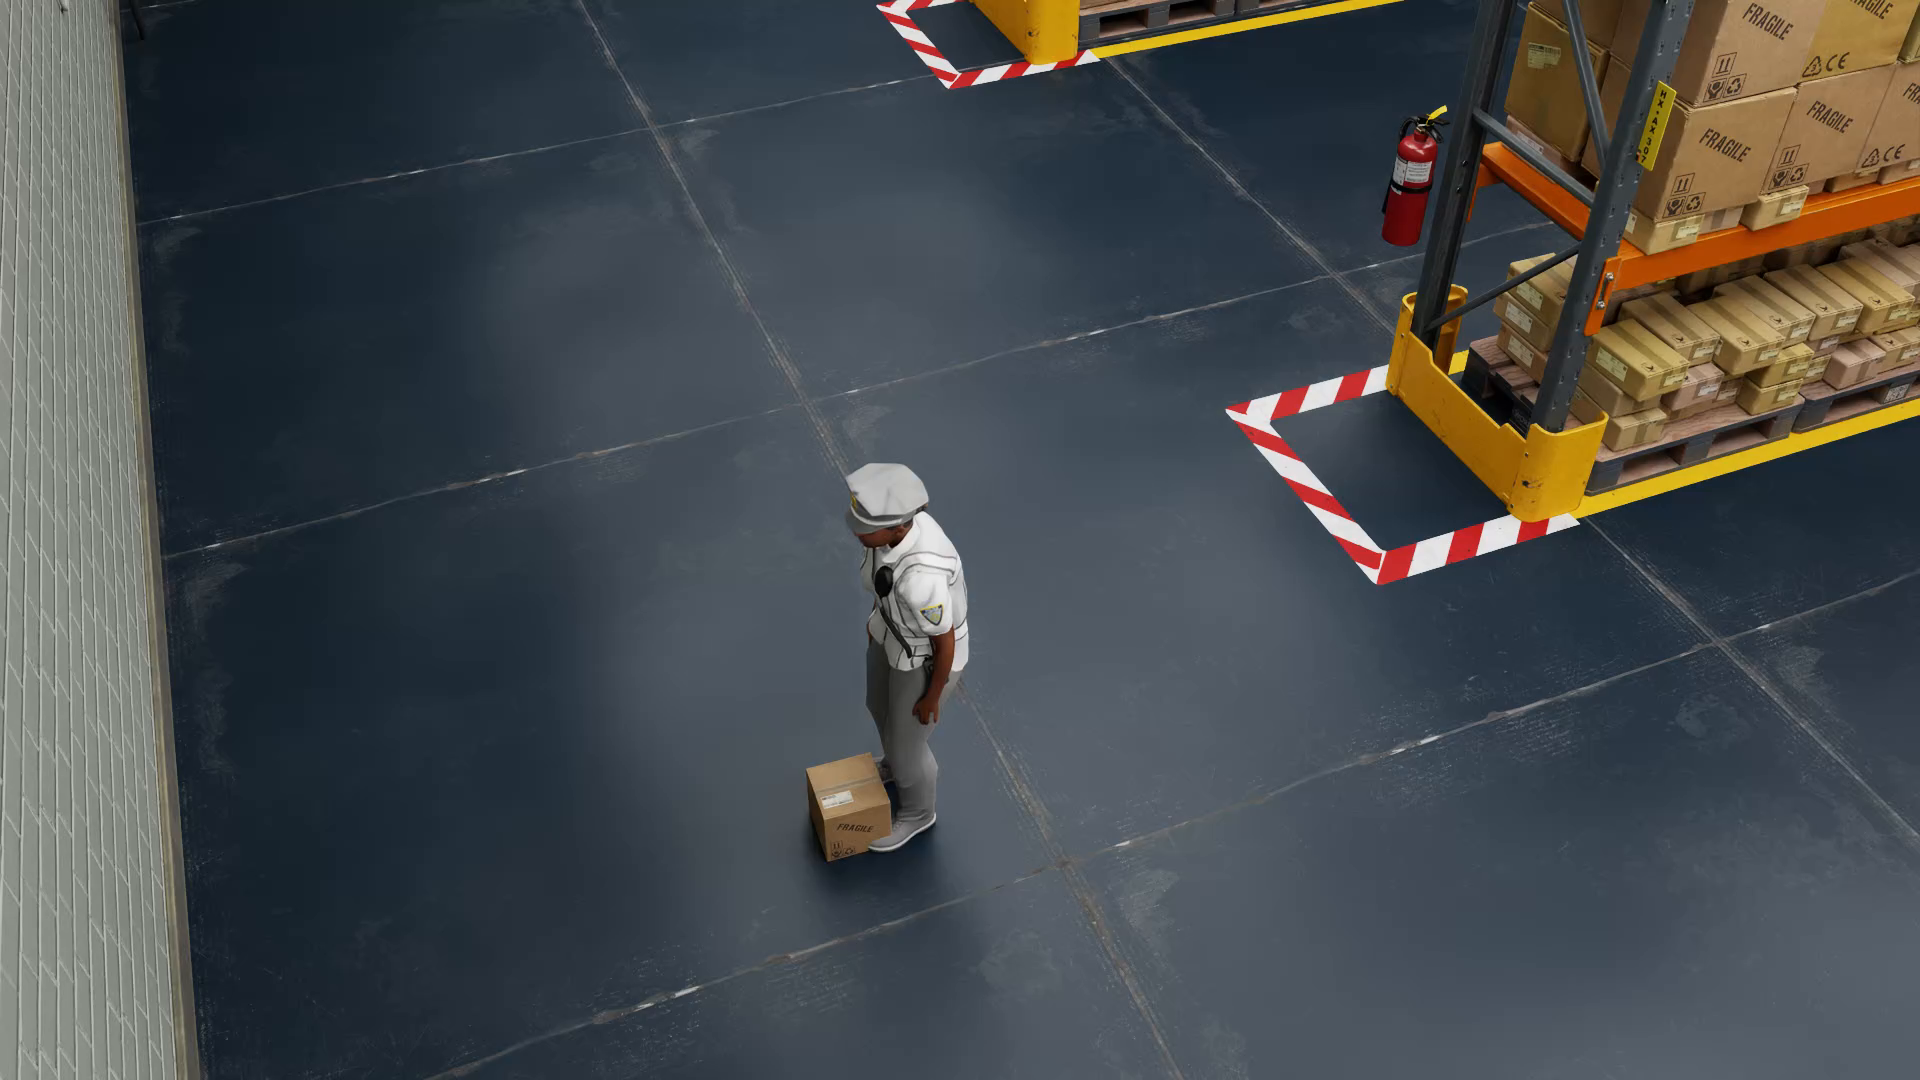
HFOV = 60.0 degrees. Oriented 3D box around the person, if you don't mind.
[{"bbox_3d":[-0.203,0.399,5.716,0.427,1.661,0.531,-18,45,-19],"label":"person"}]
